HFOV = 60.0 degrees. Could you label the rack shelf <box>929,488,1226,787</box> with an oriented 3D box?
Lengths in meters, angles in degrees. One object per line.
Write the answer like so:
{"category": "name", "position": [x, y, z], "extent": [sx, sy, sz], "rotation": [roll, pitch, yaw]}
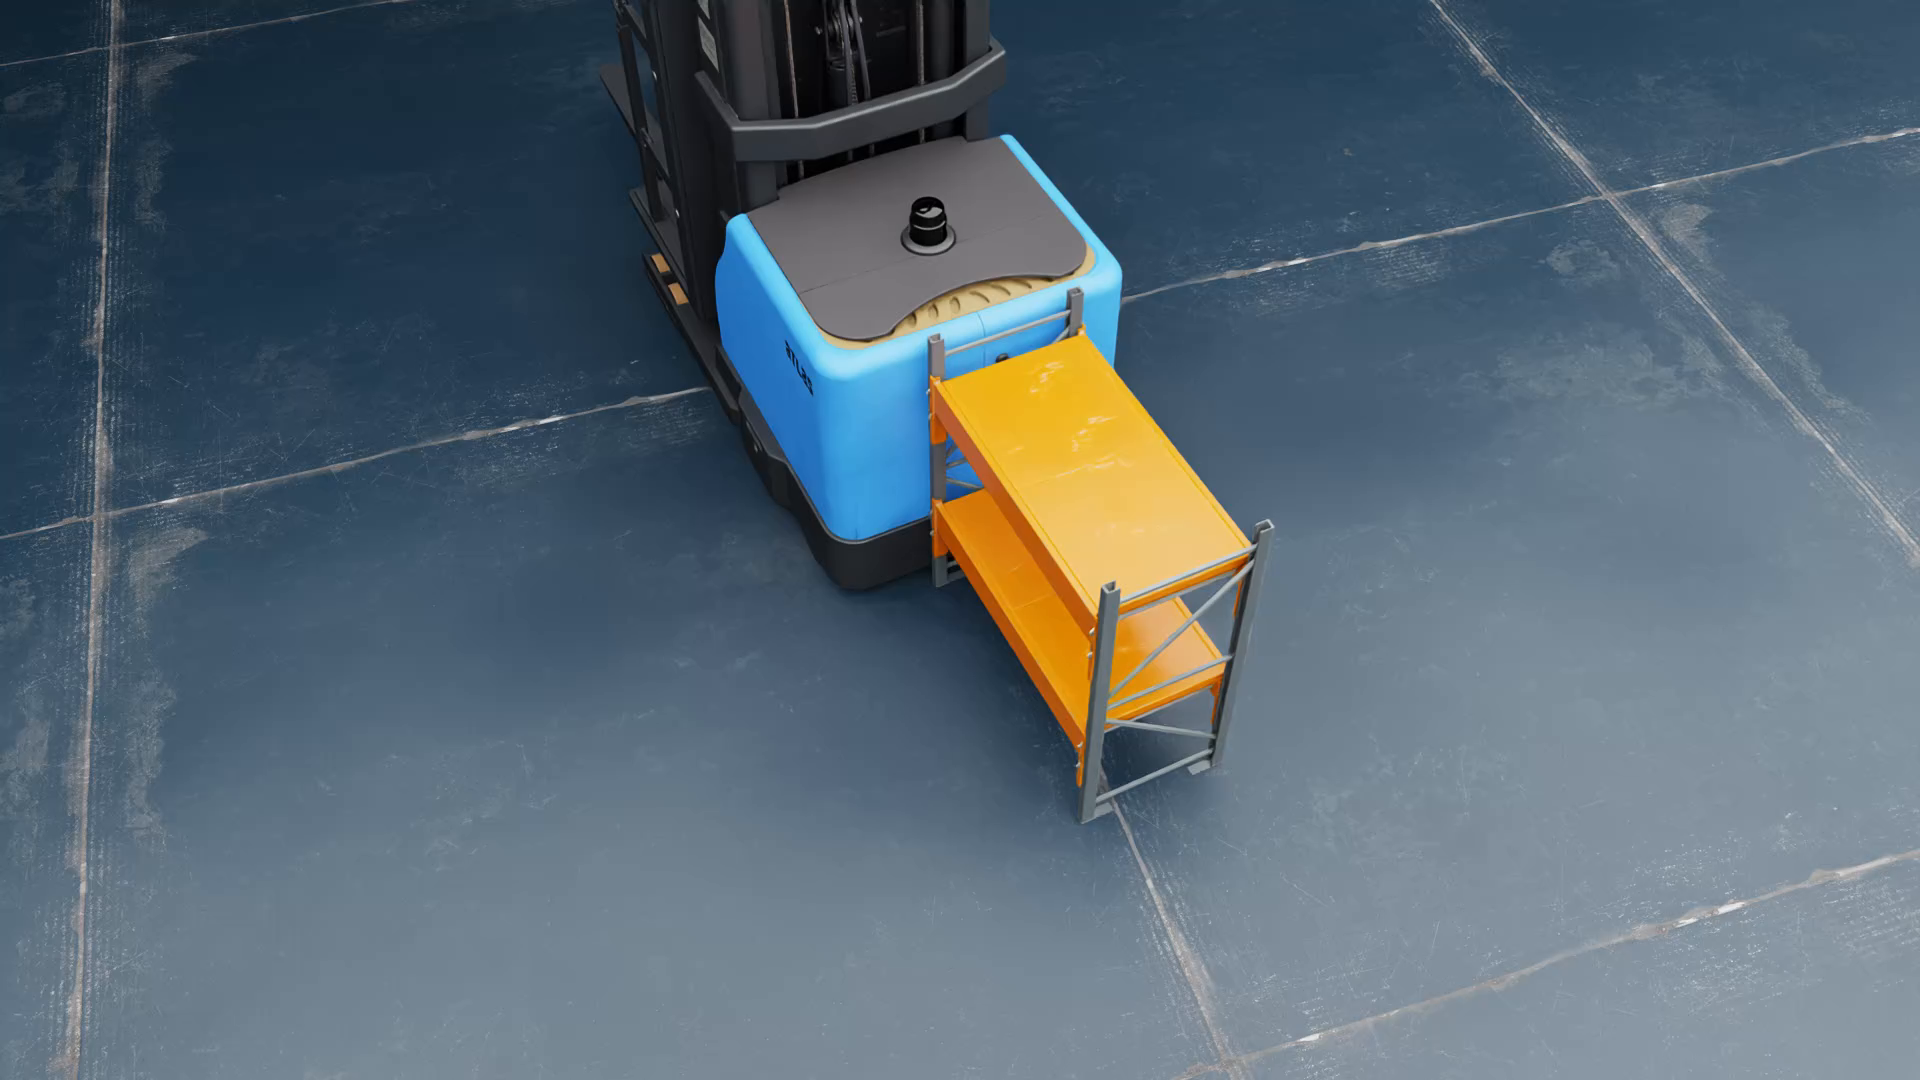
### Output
{"category": "rack shelf", "position": [0.361, 0.212, 5.156], "extent": [0.538, 0.278, 1.000], "rotation": [-21, 53, -17]}

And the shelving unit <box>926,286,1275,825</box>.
{"category": "shelving unit", "position": [0.361, 0.054, 4.969], "extent": [0.538, 1.125, 1.048], "rotation": [-21, 53, -17]}

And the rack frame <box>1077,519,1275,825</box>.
{"category": "rack frame", "position": [0.585, 0.403, 4.675], "extent": [0.500, 1.125, 0.032], "rotation": [-21, 53, -17]}

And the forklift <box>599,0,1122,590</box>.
{"category": "forklift", "position": [-0.589, -1.921, 5.452], "extent": [1.130, 2.935, 3.031], "rotation": [-21, 53, -17]}

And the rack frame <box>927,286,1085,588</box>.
{"category": "rack frame", "position": [0.136, -0.295, 5.263], "extent": [0.500, 1.125, 0.032], "rotation": [-21, 53, -17]}

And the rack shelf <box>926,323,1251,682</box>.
{"category": "rack shelf", "position": [0.361, -0.134, 4.745], "extent": [0.538, 0.278, 1.000], "rotation": [-21, 53, -17]}
